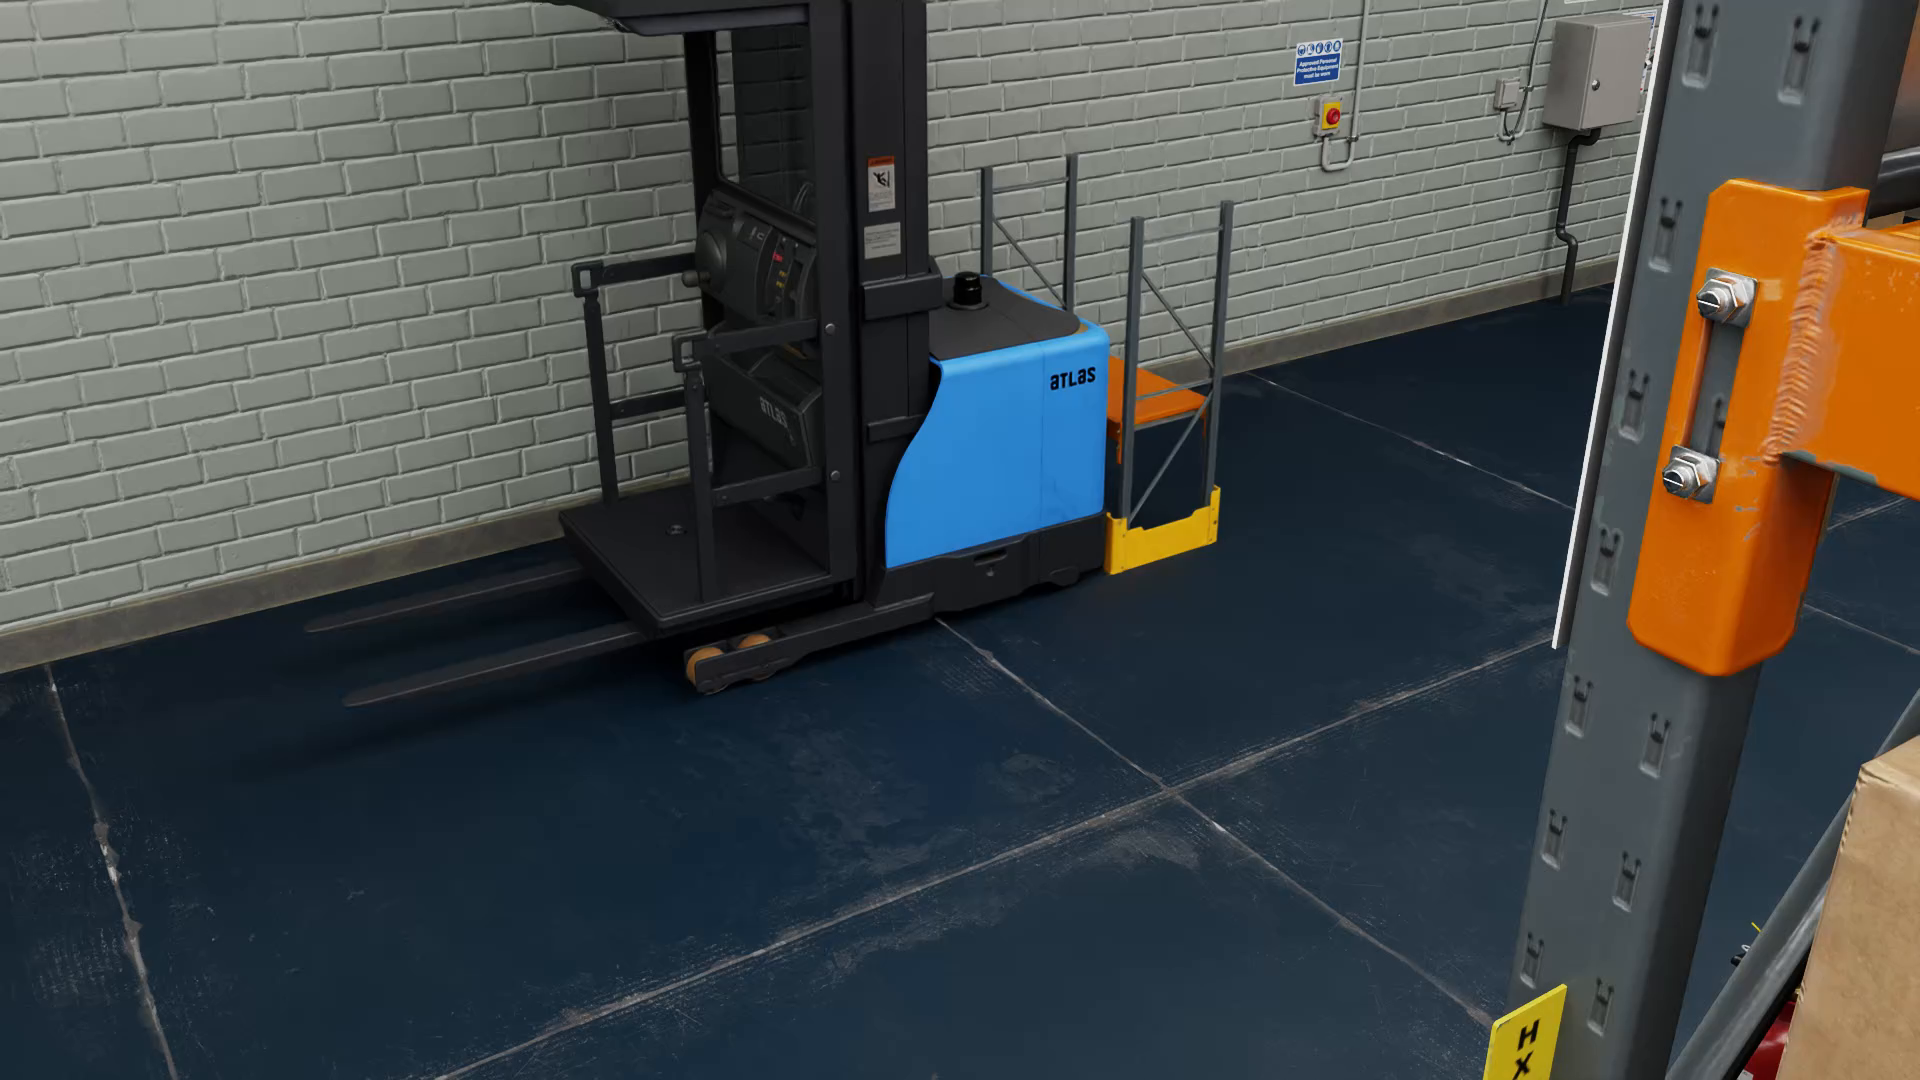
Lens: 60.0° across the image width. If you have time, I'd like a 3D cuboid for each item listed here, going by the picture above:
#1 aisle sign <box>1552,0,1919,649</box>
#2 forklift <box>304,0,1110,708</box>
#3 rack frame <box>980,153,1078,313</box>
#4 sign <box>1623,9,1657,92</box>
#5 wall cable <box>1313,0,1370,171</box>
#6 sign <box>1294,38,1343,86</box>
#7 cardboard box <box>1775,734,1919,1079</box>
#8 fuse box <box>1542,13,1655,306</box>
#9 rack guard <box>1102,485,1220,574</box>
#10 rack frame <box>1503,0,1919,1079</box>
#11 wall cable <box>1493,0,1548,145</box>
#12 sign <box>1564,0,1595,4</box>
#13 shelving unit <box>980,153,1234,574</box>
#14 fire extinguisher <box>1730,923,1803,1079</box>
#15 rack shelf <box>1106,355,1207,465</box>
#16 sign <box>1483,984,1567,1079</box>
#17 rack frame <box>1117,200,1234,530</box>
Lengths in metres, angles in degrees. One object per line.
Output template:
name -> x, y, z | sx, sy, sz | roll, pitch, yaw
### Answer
aisle sign -> 0.671, -0.310, 1.347 | 0.394, 0.787, 0.004 | -16, 29, -30
forklift -> -0.927, -1.022, 5.983 | 3.031, 2.935, 1.130 | -14, 29, -28
rack frame -> 0.306, -0.971, 7.550 | 0.500, 1.500, 0.032 | -16, 30, -30
sign -> 4.097, -2.963, 10.123 | 0.329, 0.494, 0.001 | -16, 29, -30
wall cable -> 1.957, -2.853, 8.552 | 0.585, 1.953, 0.123 | -16, 29, -30
sign -> 1.883, -2.512, 8.741 | 0.327, 0.218, 0.001 | -16, 29, -30
cardboard box -> 0.985, 0.413, 1.225 | 0.500, 0.500, 0.500 | -16, 29, -30
fuse box -> 3.797, -2.234, 9.977 | 0.539, 1.711, 0.414 | -16, 29, -30
rack guard -> 0.858, -0.051, 7.065 | 0.587, 0.250, 0.087 | -16, 30, -30
rack frame -> 0.960, 0.823, 1.993 | 0.949, 2.616, 0.053 | -16, 29, -30
wall cable -> 3.139, -3.173, 9.268 | 0.588, 1.984, 0.122 | -16, 29, -30
sign -> 3.637, -3.251, 9.656 | 0.339, 0.242, 0.001 | -16, 29, -30
shelving unit -> 0.582, -0.793, 7.174 | 0.587, 1.500, 1.083 | -16, 30, -30
fire extinguisher -> 1.212, 0.828, 2.510 | 0.296, 0.674, 0.183 | -16, 29, -30
rack shelf -> 0.587, -0.627, 7.244 | 0.538, 0.185, 1.000 | -16, 30, -30
sign -> 0.508, 0.557, 1.542 | 0.100, 0.325, 0.005 | -16, 29, -30
rack frame -> 0.868, -0.609, 6.784 | 0.500, 1.500, 0.032 | -16, 30, -30
